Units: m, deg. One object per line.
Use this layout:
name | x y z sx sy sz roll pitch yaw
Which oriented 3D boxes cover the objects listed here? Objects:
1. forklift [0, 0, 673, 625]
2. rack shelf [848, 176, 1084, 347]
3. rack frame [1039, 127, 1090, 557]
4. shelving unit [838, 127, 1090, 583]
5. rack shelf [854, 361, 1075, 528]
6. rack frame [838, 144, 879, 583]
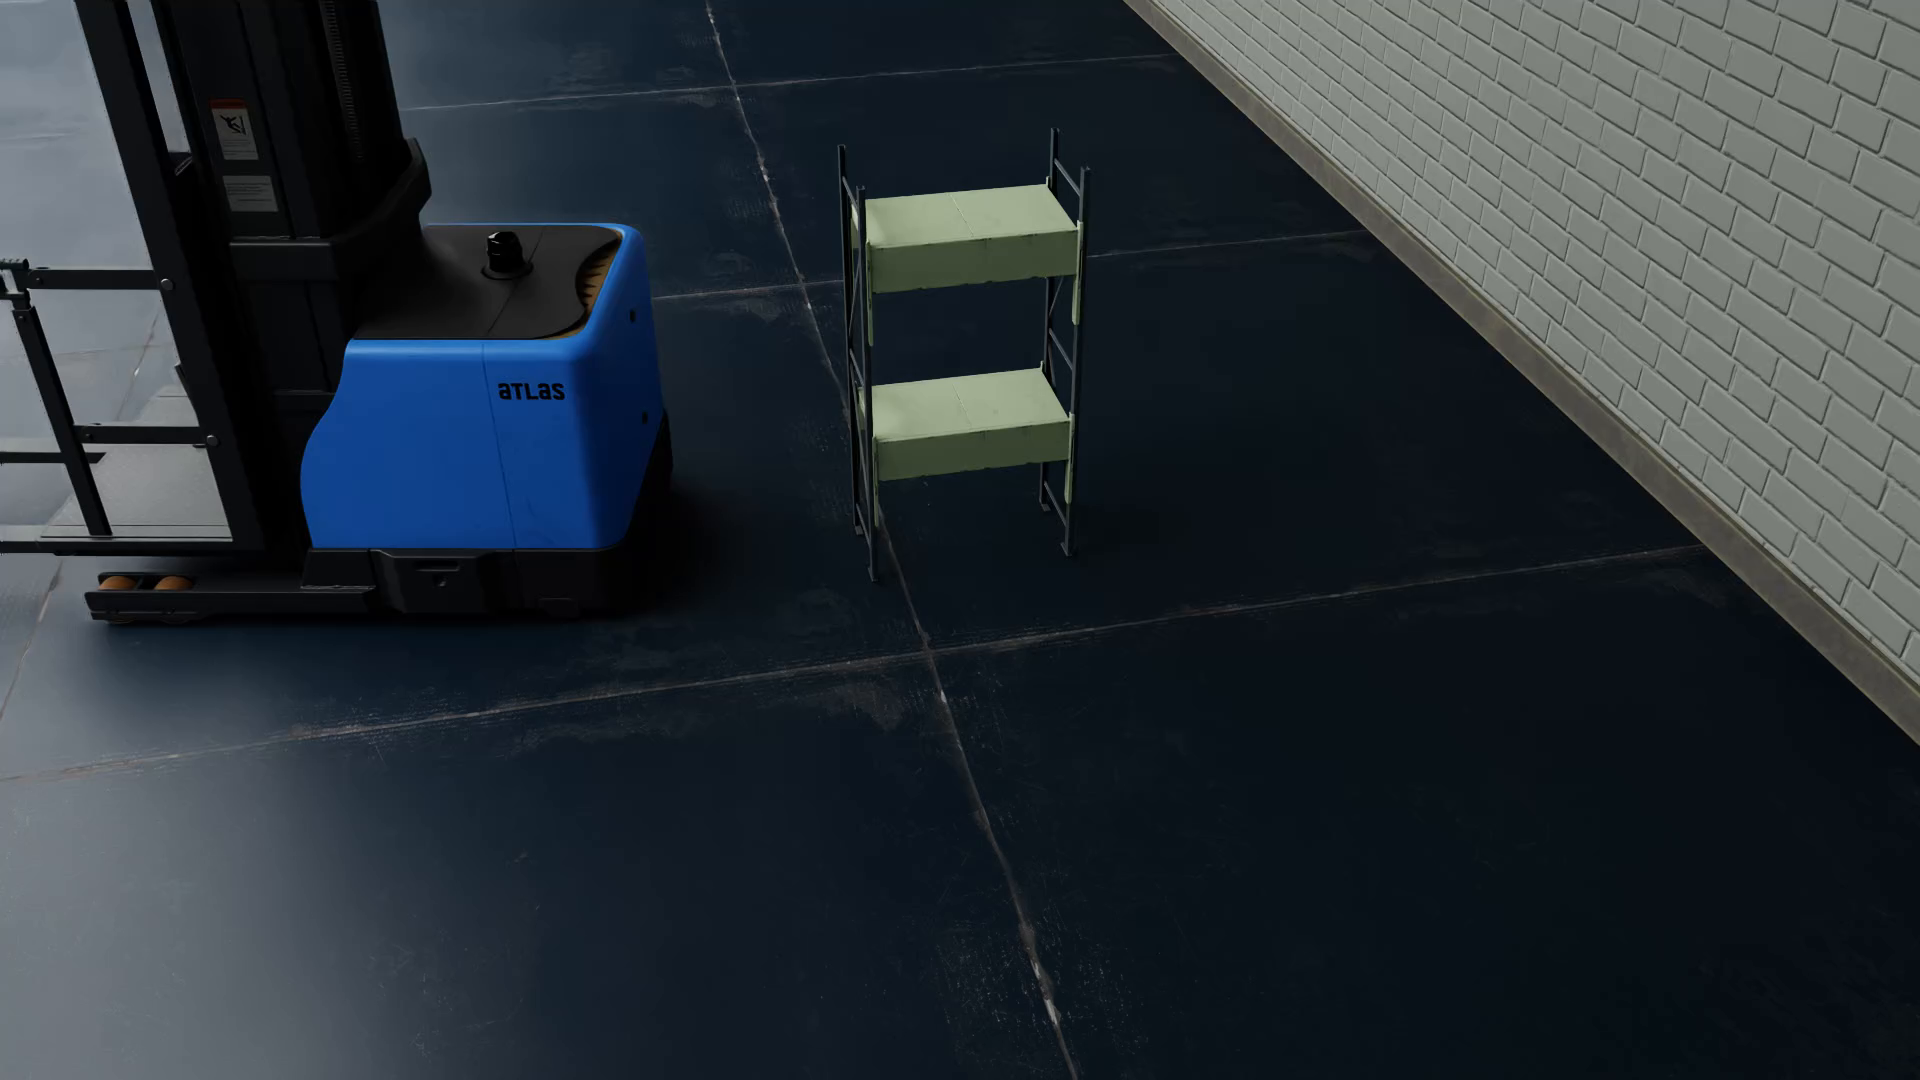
forklift | -2.647 -1.217 5.434 3.031 2.935 1.130 0 34 0
rack shelf | 0.007 -0.948 5.616 0.720 0.370 0.431 -7 35 -11
rack frame | 0.364 -0.669 5.900 0.023 1.500 0.400 -7 35 -11
shelving unit | 0.007 -0.624 5.833 0.755 1.500 0.431 -7 35 -11
rack shelf | 0.007 -0.353 6.015 0.720 0.370 0.431 -7 35 -11
rack frame | -0.350 -0.579 5.766 0.023 1.500 0.400 -7 35 -11
